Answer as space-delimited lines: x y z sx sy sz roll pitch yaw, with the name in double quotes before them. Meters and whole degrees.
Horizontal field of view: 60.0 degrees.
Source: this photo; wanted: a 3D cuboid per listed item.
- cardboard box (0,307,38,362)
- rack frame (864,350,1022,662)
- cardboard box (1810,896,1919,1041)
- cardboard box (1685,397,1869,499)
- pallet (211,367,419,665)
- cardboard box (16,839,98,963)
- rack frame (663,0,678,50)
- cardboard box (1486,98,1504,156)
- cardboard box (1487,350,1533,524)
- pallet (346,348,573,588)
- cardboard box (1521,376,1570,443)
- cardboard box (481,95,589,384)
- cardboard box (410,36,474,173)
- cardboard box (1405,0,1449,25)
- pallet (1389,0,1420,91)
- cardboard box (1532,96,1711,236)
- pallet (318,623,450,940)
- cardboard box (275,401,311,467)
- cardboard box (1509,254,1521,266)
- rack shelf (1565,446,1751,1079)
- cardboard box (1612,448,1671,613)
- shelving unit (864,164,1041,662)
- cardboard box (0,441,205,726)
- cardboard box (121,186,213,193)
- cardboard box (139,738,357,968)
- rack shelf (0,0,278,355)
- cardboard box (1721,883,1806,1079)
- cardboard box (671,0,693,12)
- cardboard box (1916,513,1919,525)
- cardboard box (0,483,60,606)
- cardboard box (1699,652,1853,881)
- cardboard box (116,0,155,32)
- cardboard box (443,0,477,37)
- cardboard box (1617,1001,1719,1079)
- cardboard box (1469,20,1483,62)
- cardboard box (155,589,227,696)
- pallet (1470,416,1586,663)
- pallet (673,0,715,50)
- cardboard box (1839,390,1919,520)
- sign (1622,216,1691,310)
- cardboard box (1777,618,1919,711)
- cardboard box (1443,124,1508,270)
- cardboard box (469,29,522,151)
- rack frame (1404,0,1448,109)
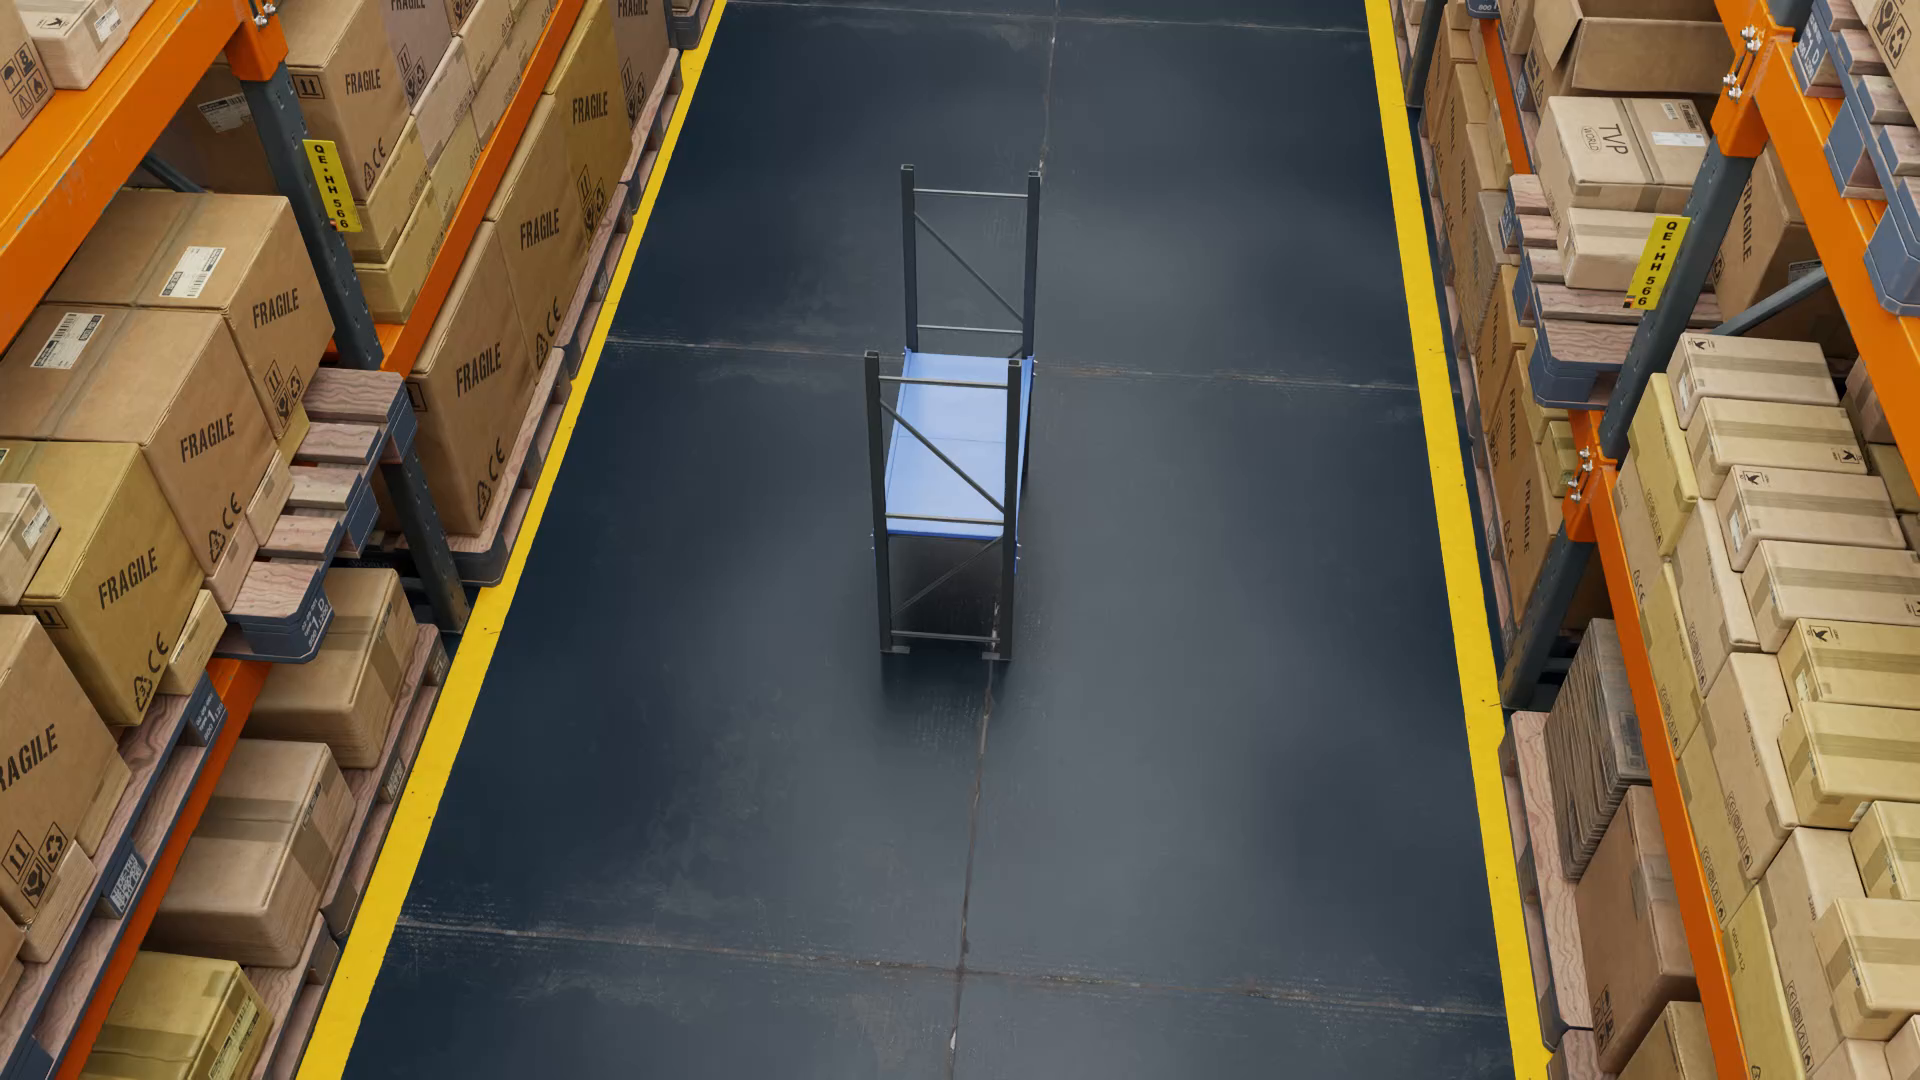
"cardboard box" -2.732 -0.299 4.463 0.500 0.500 0.500 6 48 6
"rack frame" -0.054 -0.070 5.824 0.500 1.500 0.032 4 48 4
"cardboard box" 2.003 0.889 3.423 0.380 0.149 0.250 3 48 2
"cardboard box" 2.178 -0.233 4.449 0.380 0.149 0.250 5 48 4
"pallet" -2.379 -0.126 4.989 1.213 0.211 1.003 4 48 4
"cardboard box" -2.273 0.820 3.879 0.380 0.149 0.250 6 48 5
"rack frame" -2.056 -3.661 8.092 1.000 3.000 0.127 4 48 4
"cardboard box" 2.558 -1.820 7.378 0.380 0.149 0.250 4 48 3
"cardboard box" 2.404 -0.381 6.501 0.500 0.500 0.500 3 48 3
"pallet" -2.273 -0.355 6.958 1.003 0.211 1.213 4 48 4
"cardboard box" 2.310 -0.491 6.162 0.380 0.149 0.250 2 48 2
"cardboard box" -2.189 -1.304 7.091 0.875 0.875 0.875 4 48 4
"cardboard box" -2.080 -1.576 5.947 0.500 0.250 0.500 5 48 4
"cardboard box" 2.646 -2.939 9.079 0.380 0.149 0.250 3 48 2
"pallet" 2.951 -2.894 9.280 1.003 0.211 1.213 4 48 4
"cardboard box" 2.297 -1.279 5.730 0.500 0.250 0.500 2 48 2
"pallet" -2.493 0.793 5.907 1.003 0.211 1.213 4 48 4
"cardboard box" -2.168 -0.320 4.922 0.380 0.149 0.250 5 48 4
"cardboard box" 2.465 -1.260 6.866 0.380 0.149 0.250 2 48 2
"rack shelf" 2.341 1.322 4.022 1.077 0.370 4.000 4 48 4
"cardboard box" 2.239 -0.031 4.873 0.500 0.250 0.500 4 48 4
"shelving unit" -0.008 -0.443 6.165 0.538 1.500 1.048 4 48 4
"cardboard box" -2.266 0.106 4.092 0.500 0.500 0.500 1 48 1
"cardboard box" -2.629 -1.213 5.616 0.500 0.250 0.500 4 48 3
"cardboard box" -2.541 0.980 5.343 0.950 0.372 0.625 3 48 3
"rack shelf" -2.602 -0.022 3.218 1.077 0.370 4.000 4 48 4
"cardboard box" 2.100 1.099 3.840 0.500 0.250 0.500 5 48 5
"cardboard box" -1.891 -3.393 9.298 0.875 0.438 0.875 3 48 3
"cardboard box" 2.698 -0.005 4.240 0.380 0.149 0.250 4 48 3
"cardboard box" -2.288 0.004 3.746 0.380 0.149 0.250 2 48 2
"cardboard box" 2.127 0.552 4.001 0.500 0.250 0.500 3 48 3
"cardboard box" -2.240 -1.404 4.165 0.380 0.149 0.250 4 48 4
"cardboard box" -2.034 -2.183 5.995 0.500 0.500 0.500 5 48 5
"cardboard box" 2.340 1.702 4.512 0.875 0.625 0.625 2 48 2
"cardboard box" 2.642 -2.393 7.902 0.380 0.149 0.250 3 48 2
"cardboard box" -2.188 0.255 4.395 0.380 0.149 0.250 5 48 4
"pallet" 2.629 0.004 6.629 1.003 0.211 1.213 4 48 4
"pallet" -1.908 -3.274 9.627 1.003 0.211 1.213 4 48 4
"cardboard box" 2.759 -0.160 4.653 0.500 0.250 0.500 5 48 4
"sign" 1.982 -0.785 4.730 0.100 0.325 0.005 4 48 4
"cardboard box" 2.176 0.337 3.927 0.380 0.149 0.250 4 48 4
"cardboard box" 2.531 -1.530 7.552 0.500 0.500 0.500 3 48 2
"cardboard box" -2.042 -1.778 6.471 0.500 0.250 0.500 5 48 5
"rack frame" 2.888 -3.330 7.789 1.000 3.000 0.127 4 48 4
